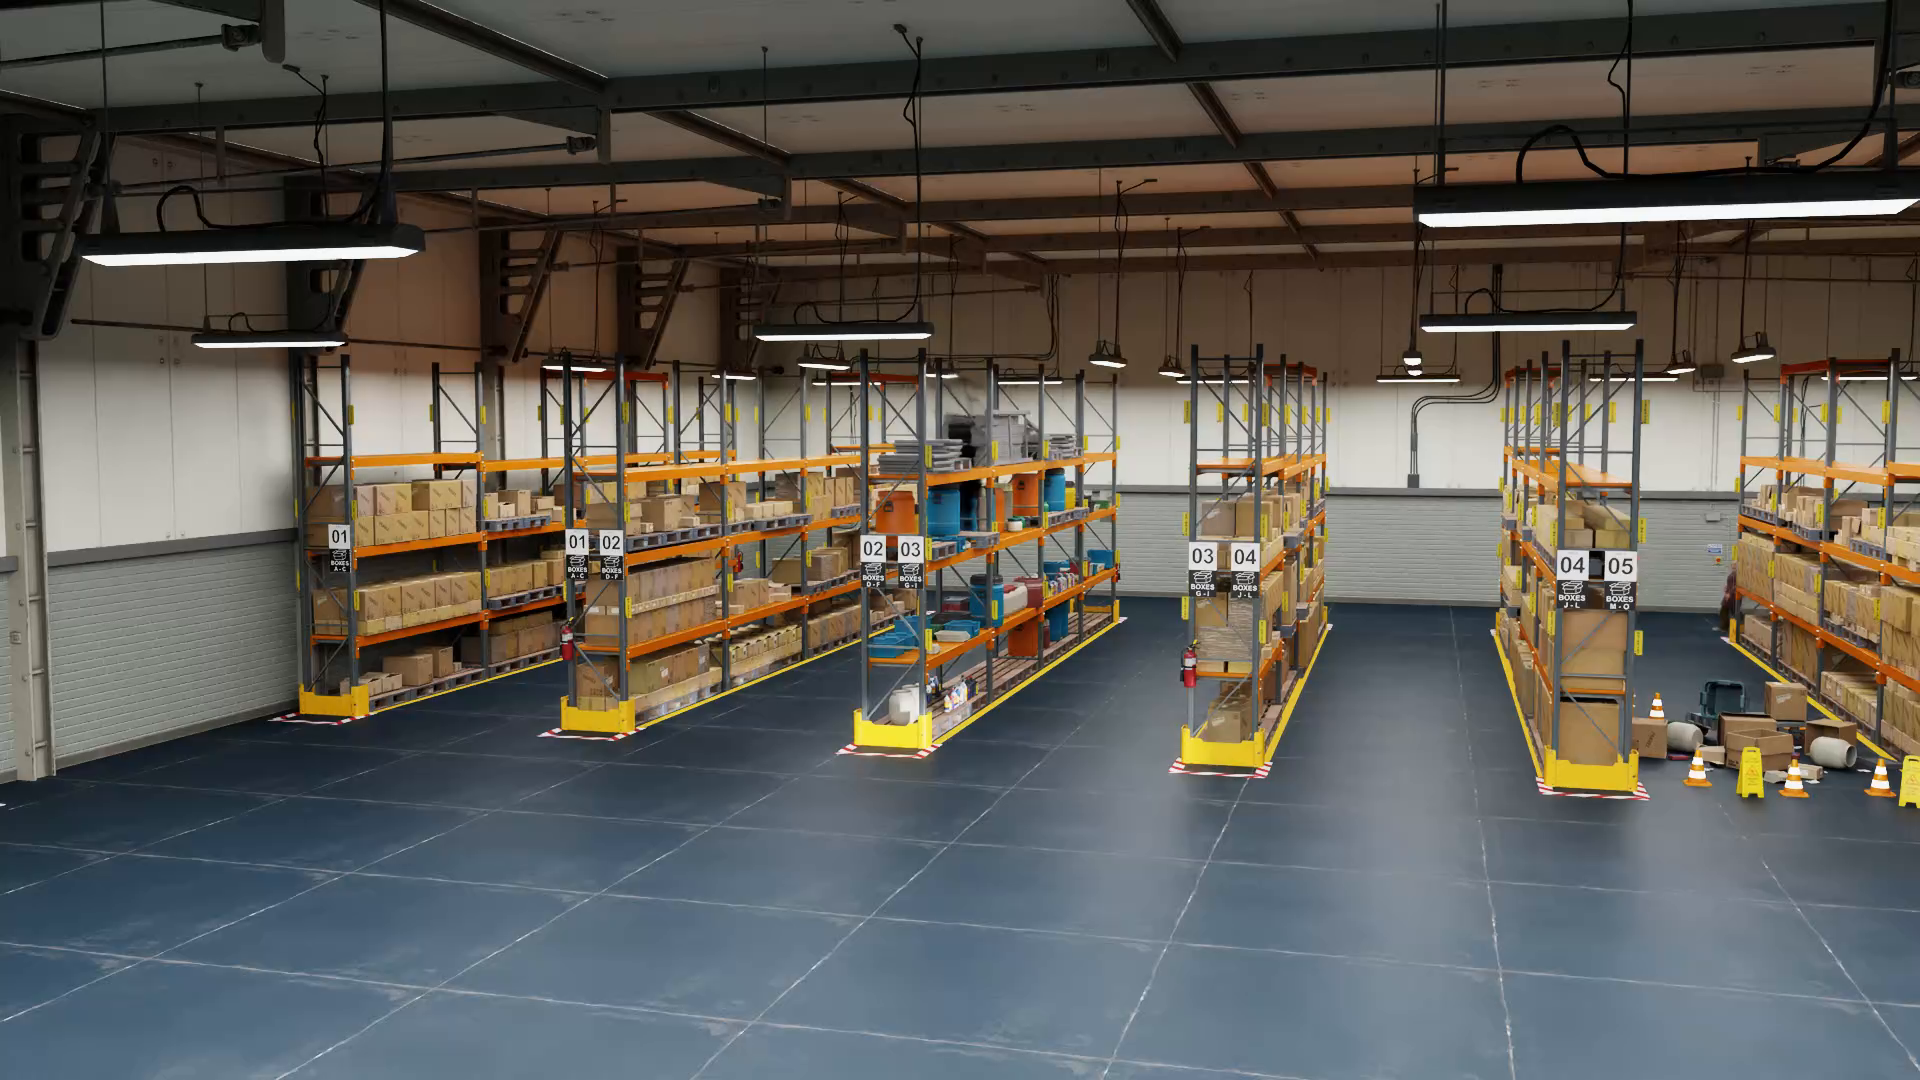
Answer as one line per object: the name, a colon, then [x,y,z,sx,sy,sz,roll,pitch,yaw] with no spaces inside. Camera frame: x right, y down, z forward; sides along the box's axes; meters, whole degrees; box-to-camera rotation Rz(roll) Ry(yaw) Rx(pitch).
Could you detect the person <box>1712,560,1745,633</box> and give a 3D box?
person: [17.611,1.296,37.910,0.943,1.727,0.776,4,6,40]
